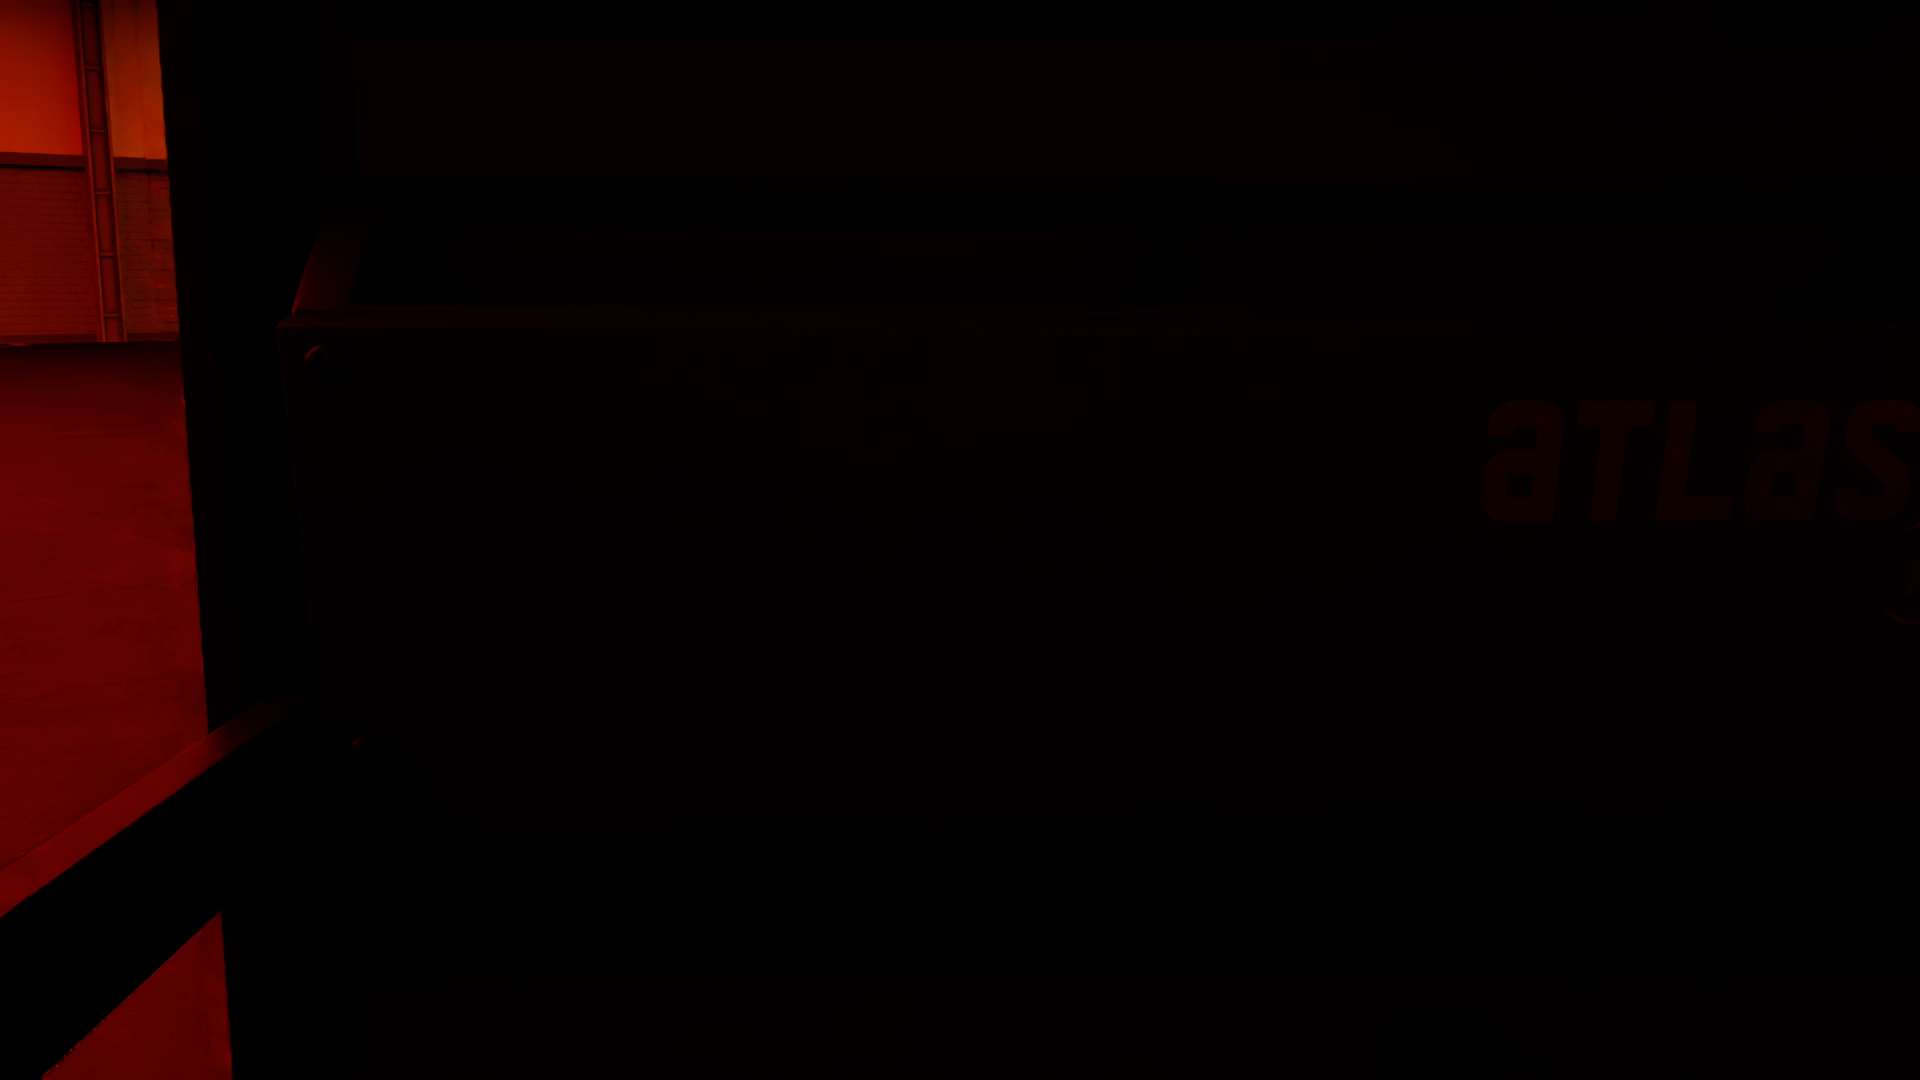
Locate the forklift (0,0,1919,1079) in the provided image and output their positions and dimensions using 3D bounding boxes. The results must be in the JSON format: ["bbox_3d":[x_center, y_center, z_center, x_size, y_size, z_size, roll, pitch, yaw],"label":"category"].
[{"bbox_3d":[0.148,-0.563,0.596,1.130,2.935,3.031,0,9,-2],"label":"forklift"}]
